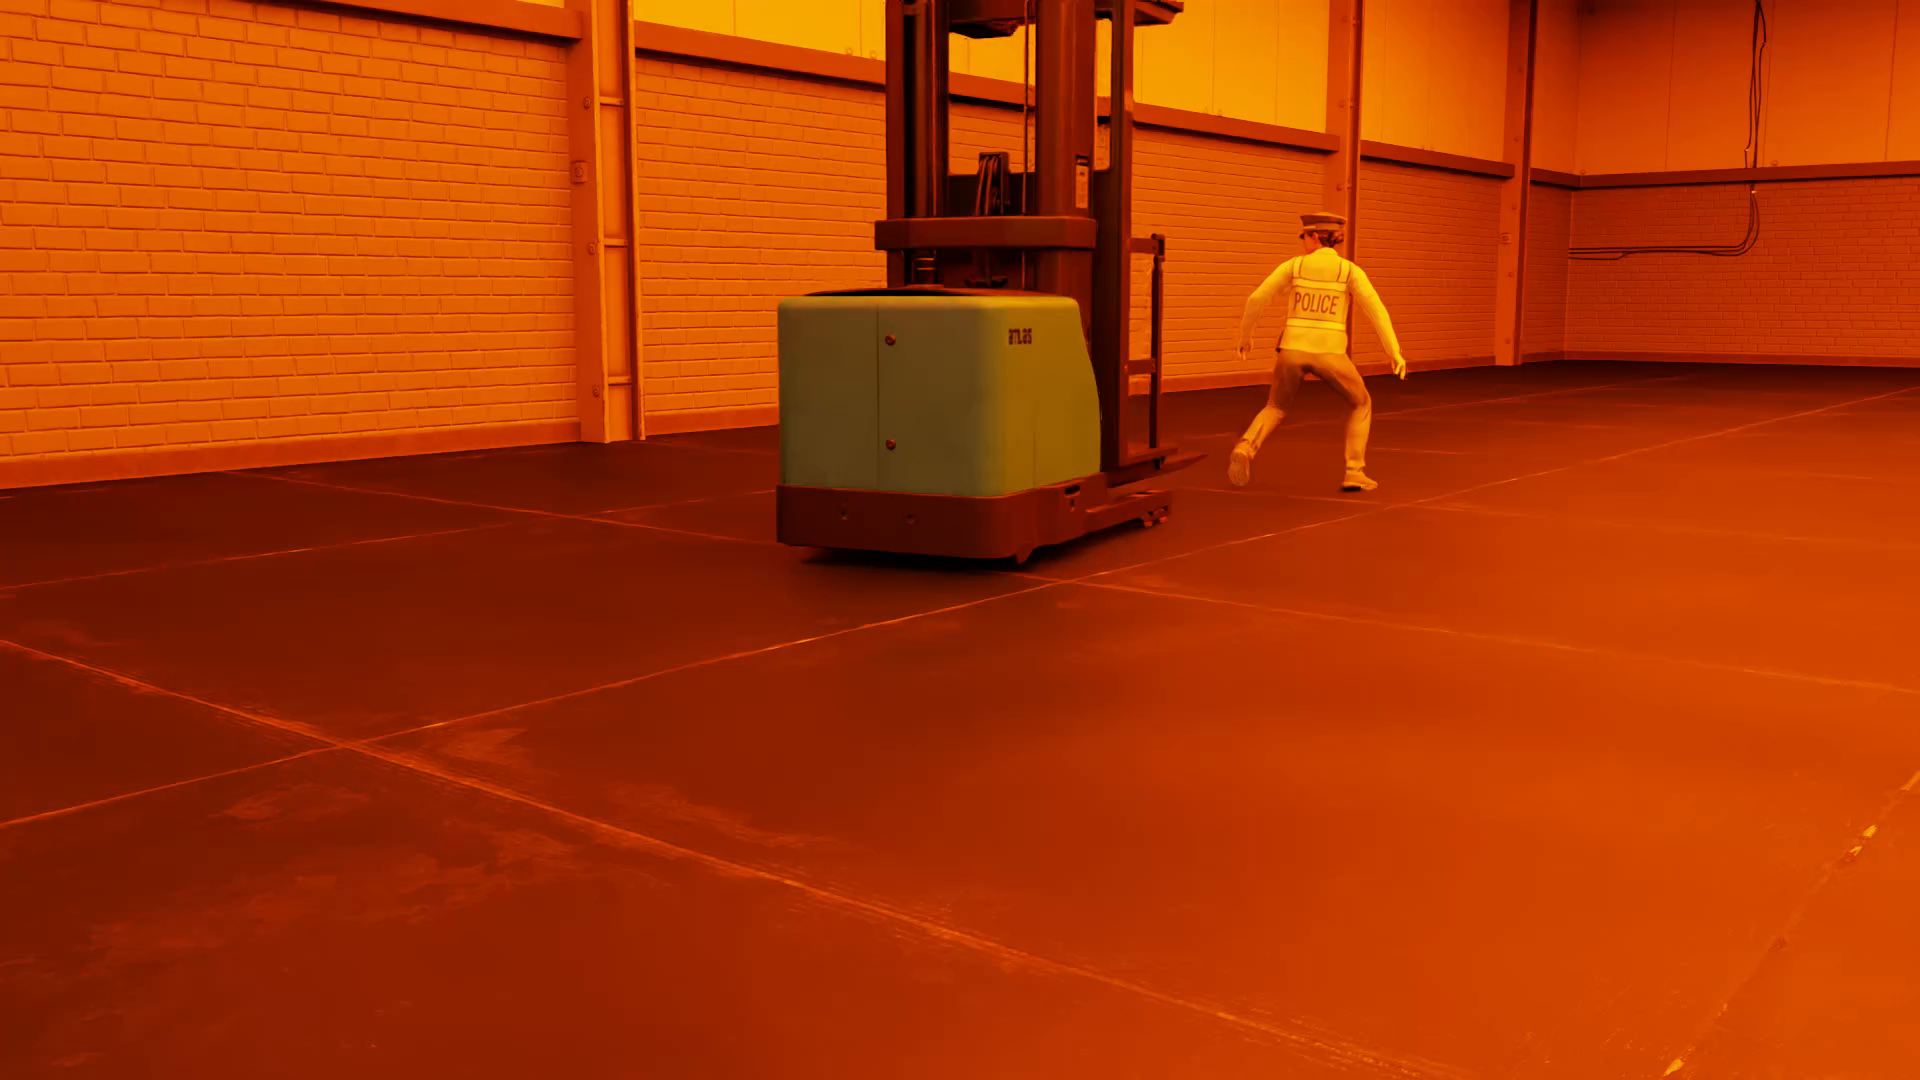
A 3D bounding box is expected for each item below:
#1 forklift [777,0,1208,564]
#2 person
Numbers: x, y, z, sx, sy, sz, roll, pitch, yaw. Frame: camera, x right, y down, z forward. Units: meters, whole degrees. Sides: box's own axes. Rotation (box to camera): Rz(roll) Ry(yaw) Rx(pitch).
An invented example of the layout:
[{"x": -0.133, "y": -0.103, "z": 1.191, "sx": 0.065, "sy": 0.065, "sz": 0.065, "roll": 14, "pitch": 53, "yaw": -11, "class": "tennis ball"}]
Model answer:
[{"x": 0.367, "y": -1.529, "z": 7.733, "sx": 1.130, "sy": 2.935, "sz": 3.031, "roll": 4, "pitch": 9, "yaw": 27, "class": "forklift"}, {"x": 2.009, "y": -1.036, "z": 9.297, "sx": 0.948, "sy": 1.551, "sz": 0.537, "roll": 4, "pitch": 9, "yaw": 23, "class": "person"}]
